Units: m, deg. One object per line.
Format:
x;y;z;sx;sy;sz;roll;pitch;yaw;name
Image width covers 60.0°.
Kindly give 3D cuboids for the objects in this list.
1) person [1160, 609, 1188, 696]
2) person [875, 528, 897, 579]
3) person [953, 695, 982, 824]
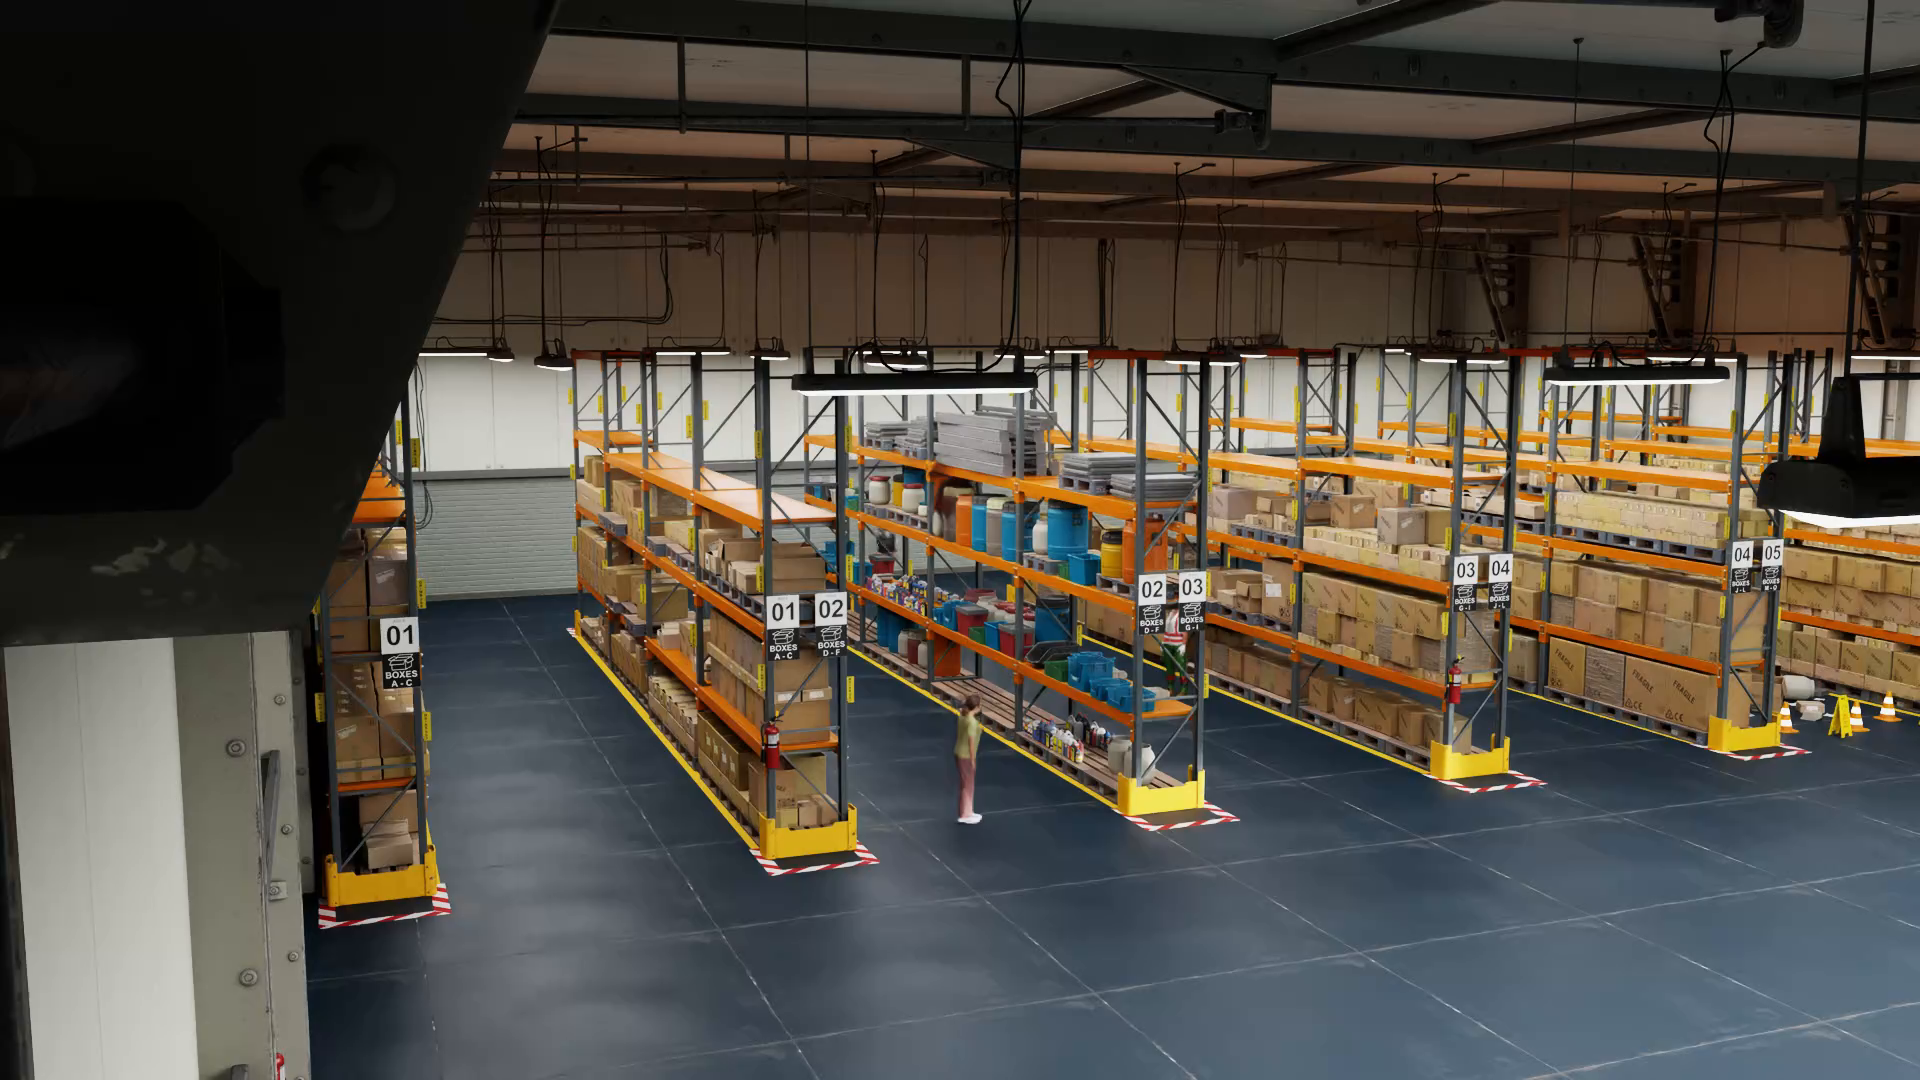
3.739;1.843;29.047;0.577;1.781;0.498;6;9;39;person
-1.819;0.345;41.429;0.562;1.730;0.557;-6;9;-40;person
0.113;2.833;21.552;0.345;1.687;0.475;-3;8;-20;person
